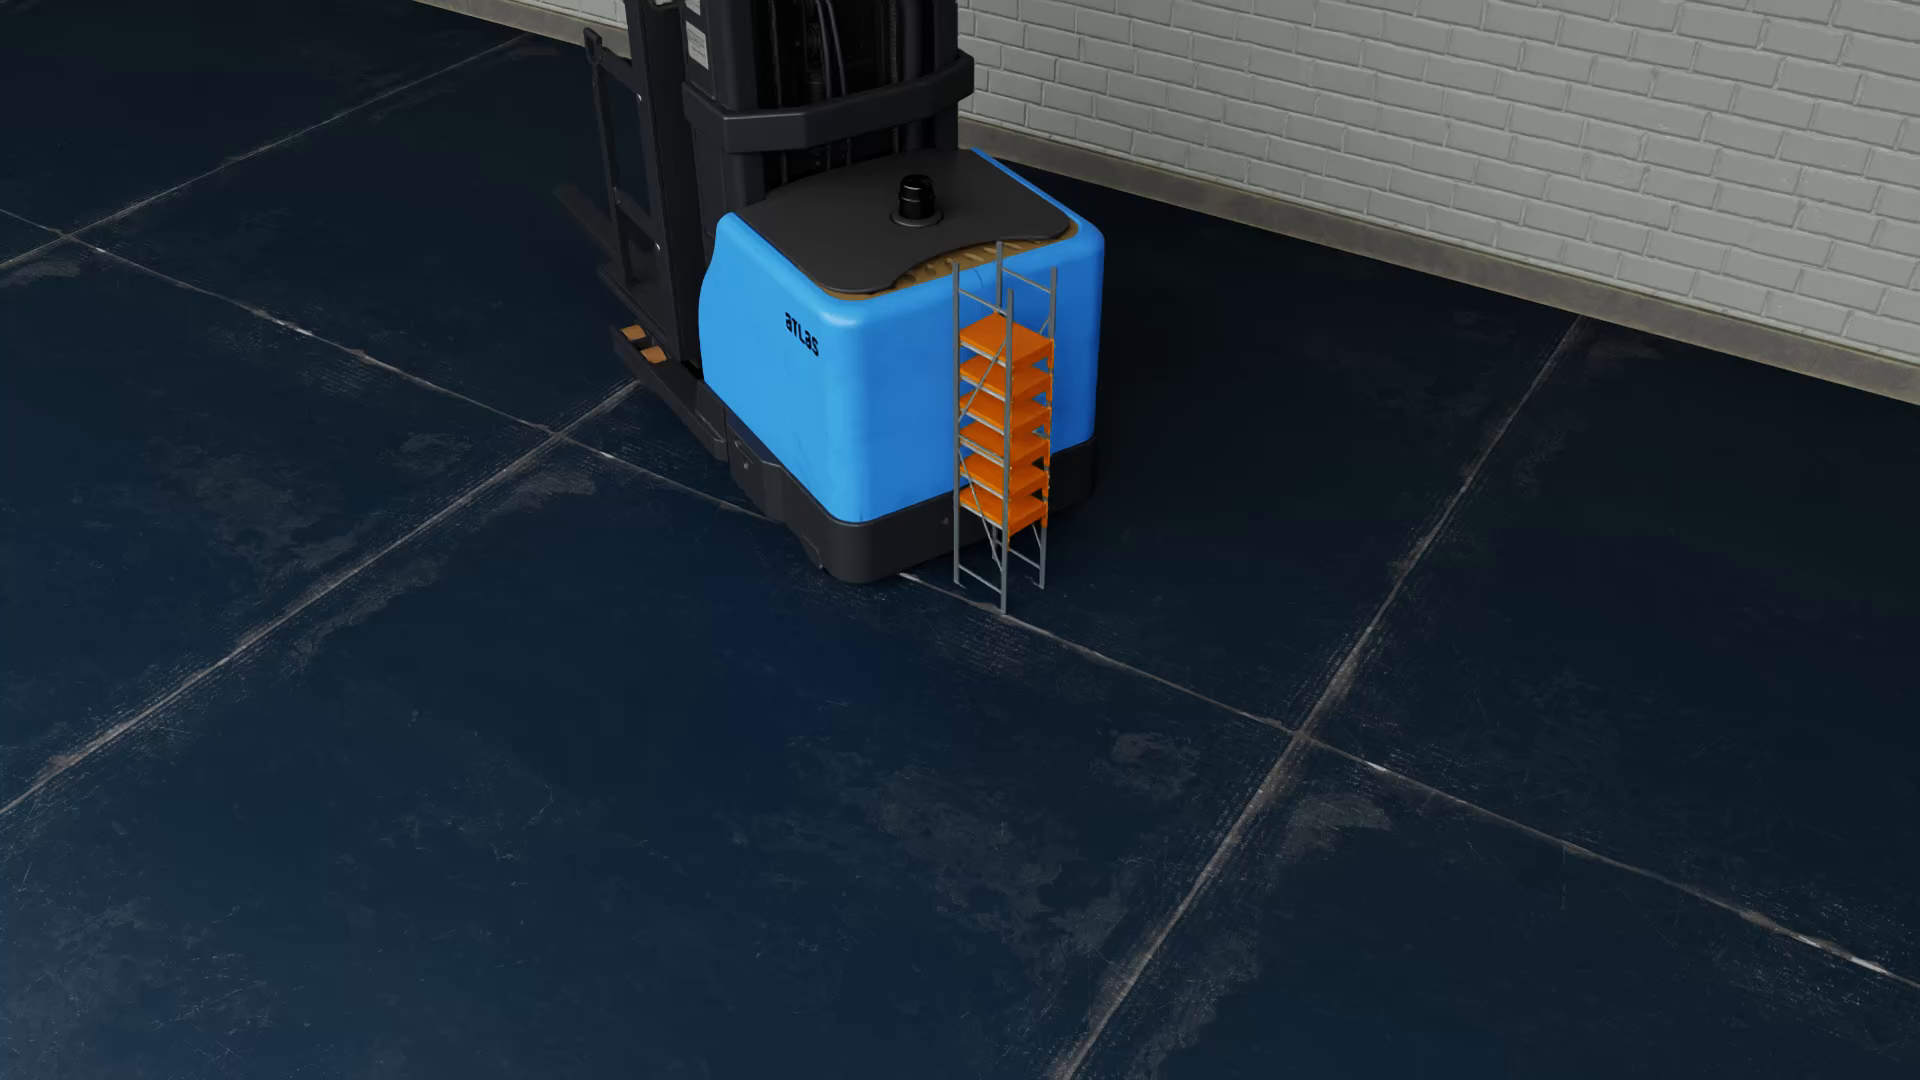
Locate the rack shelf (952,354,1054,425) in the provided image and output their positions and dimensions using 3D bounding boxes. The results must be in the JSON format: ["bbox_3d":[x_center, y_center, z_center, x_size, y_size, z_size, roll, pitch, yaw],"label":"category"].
[{"bbox_3d":[0.131,-0.477,5.065,0.180,0.103,0.258,-31,47,-34],"label":"rack shelf"}]

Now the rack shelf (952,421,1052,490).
[{"bbox_3d":[0.131,-0.287,5.212,0.180,0.103,0.258,-31,47,-34],"label":"rack shelf"}]

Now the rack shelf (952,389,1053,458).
[{"bbox_3d":[0.131,-0.382,5.138,0.180,0.103,0.258,-31,47,-34],"label":"rack shelf"}]

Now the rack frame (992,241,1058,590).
[{"bbox_3d":[0.196,-0.361,5.236,0.006,1.200,0.240,-31,47,-34],"label":"rack frame"}]

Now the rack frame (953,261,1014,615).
[{"bbox_3d":[0.065,-0.283,5.134,0.006,1.200,0.240,-31,47,-34],"label":"rack frame"}]

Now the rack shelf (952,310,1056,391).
[{"bbox_3d":[0.131,-0.572,4.992,0.180,0.103,0.258,-31,47,-34],"label":"rack shelf"}]

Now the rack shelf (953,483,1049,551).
[{"bbox_3d":[0.130,-0.097,5.358,0.180,0.103,0.258,-31,47,-34],"label":"rack shelf"}]

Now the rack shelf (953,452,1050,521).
[{"bbox_3d":[0.131,-0.192,5.285,0.180,0.103,0.258,-31,47,-34],"label":"rack shelf"}]

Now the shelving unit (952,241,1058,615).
[{"bbox_3d":[0.131,-0.322,5.185,0.189,1.200,0.258,-31,47,-34],"label":"shelving unit"}]

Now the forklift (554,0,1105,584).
[{"bbox_3d":[-0.729,-1.888,5.799,1.130,2.935,3.031,-21,42,-25],"label":"forklift"}]
